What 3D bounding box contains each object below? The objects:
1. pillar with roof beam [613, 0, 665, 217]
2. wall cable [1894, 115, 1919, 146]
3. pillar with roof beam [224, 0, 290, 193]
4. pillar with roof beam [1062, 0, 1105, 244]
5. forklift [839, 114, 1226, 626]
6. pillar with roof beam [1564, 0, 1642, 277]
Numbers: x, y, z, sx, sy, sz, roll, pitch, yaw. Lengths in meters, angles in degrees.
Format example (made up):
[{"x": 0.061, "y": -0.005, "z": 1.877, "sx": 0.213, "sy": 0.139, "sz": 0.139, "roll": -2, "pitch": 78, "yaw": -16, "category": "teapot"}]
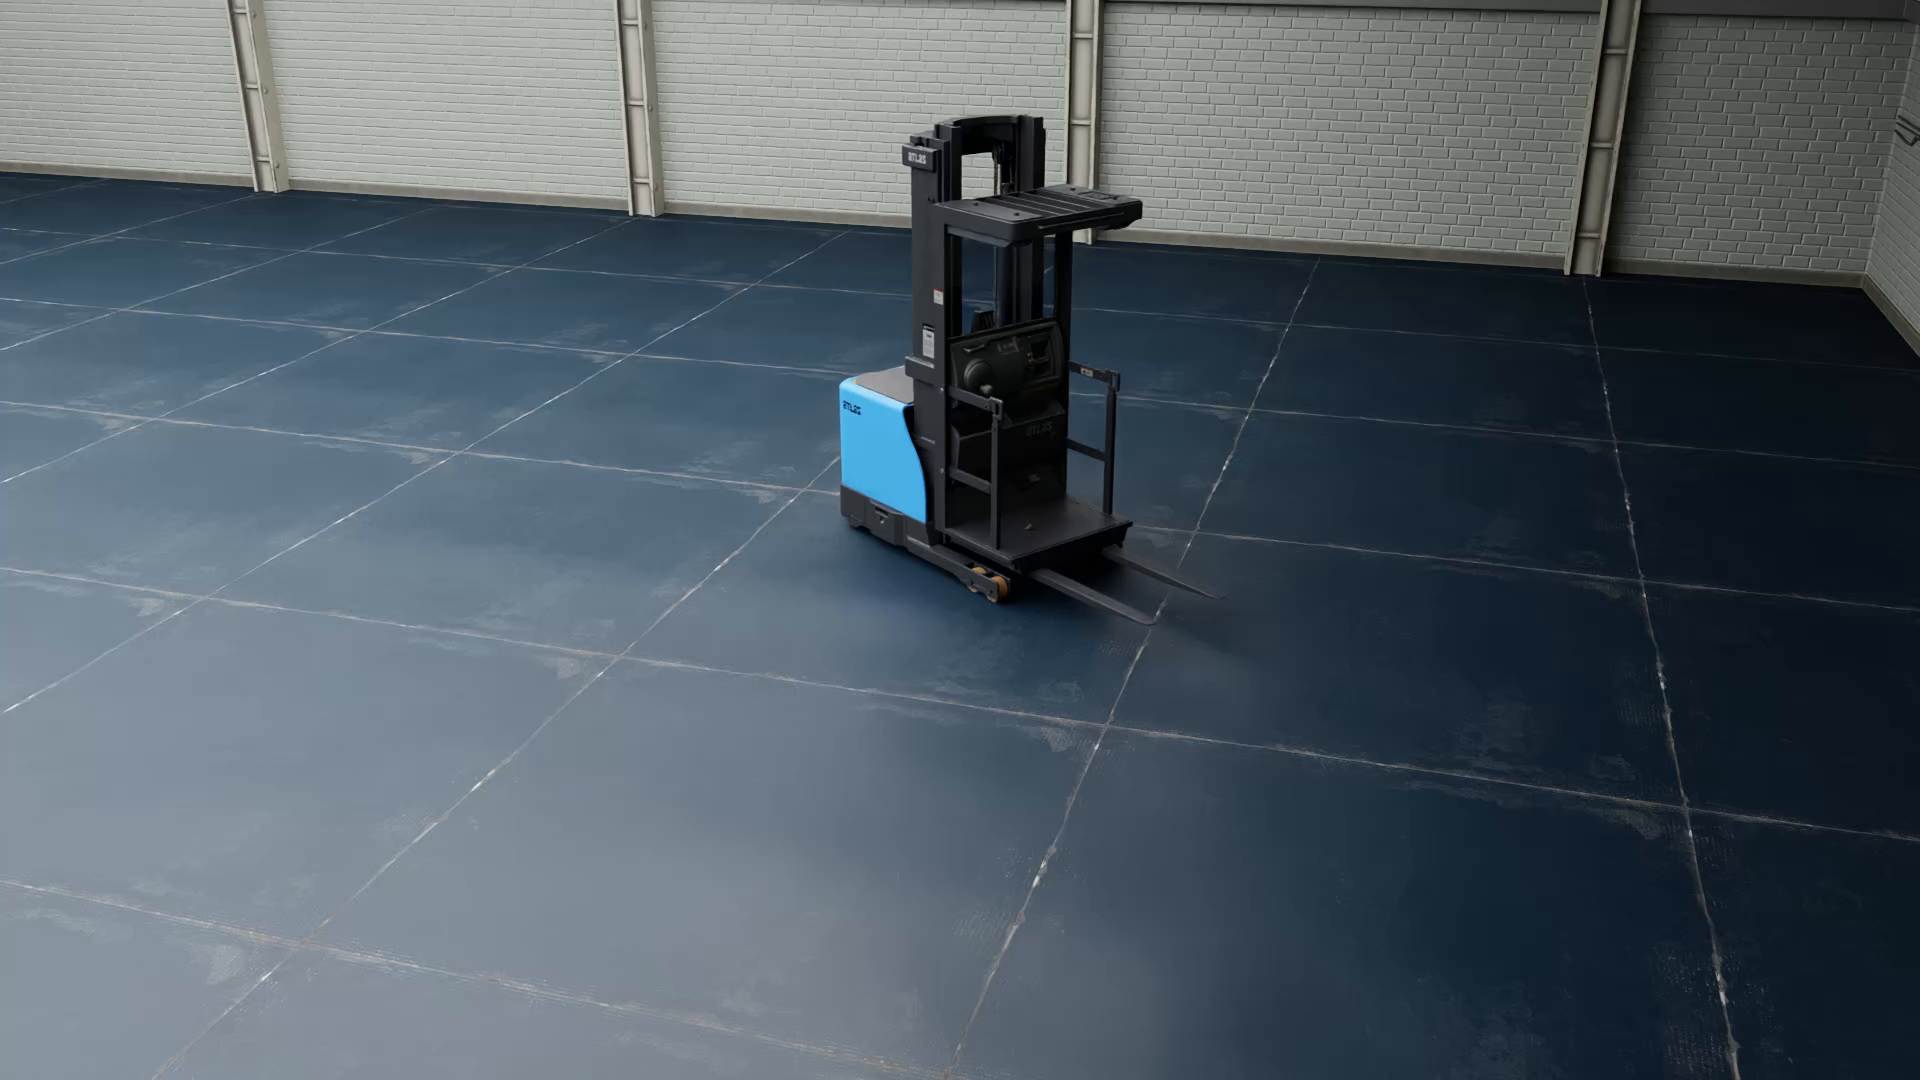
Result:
[{"x": -5.488, "y": -7.028, "z": 17.046, "sx": 0.400, "sy": 9.000, "sz": 9.100, "roll": 7, "pitch": 23, "yaw": 16, "category": "pillar with roof beam"}, {"x": 9.683, "y": -5.037, "z": 16.283, "sx": 0.112, "sy": 2.526, "sz": 3.097, "roll": 7, "pitch": 23, "yaw": 16, "category": "wall cable"}, {"x": -11.232, "y": -7.686, "z": 18.650, "sx": 0.400, "sy": 9.000, "sz": 9.100, "roll": 7, "pitch": 23, "yaw": 16, "category": "pillar with roof beam"}, {"x": 0.257, "y": -6.370, "z": 15.443, "sx": 0.400, "sy": 9.000, "sz": 9.100, "roll": 7, "pitch": 23, "yaw": 16, "category": "pillar with roof beam"}, {"x": 0.448, "y": -1.168, "z": 10.755, "sx": 1.130, "sy": 2.935, "sz": 3.031, "roll": -17, "pitch": 28, "yaw": -35, "category": "forklift"}, {"x": 6.001, "y": -5.713, "z": 13.839, "sx": 0.400, "sy": 9.000, "sz": 9.100, "roll": 7, "pitch": 23, "yaw": 16, "category": "pillar with roof beam"}]
